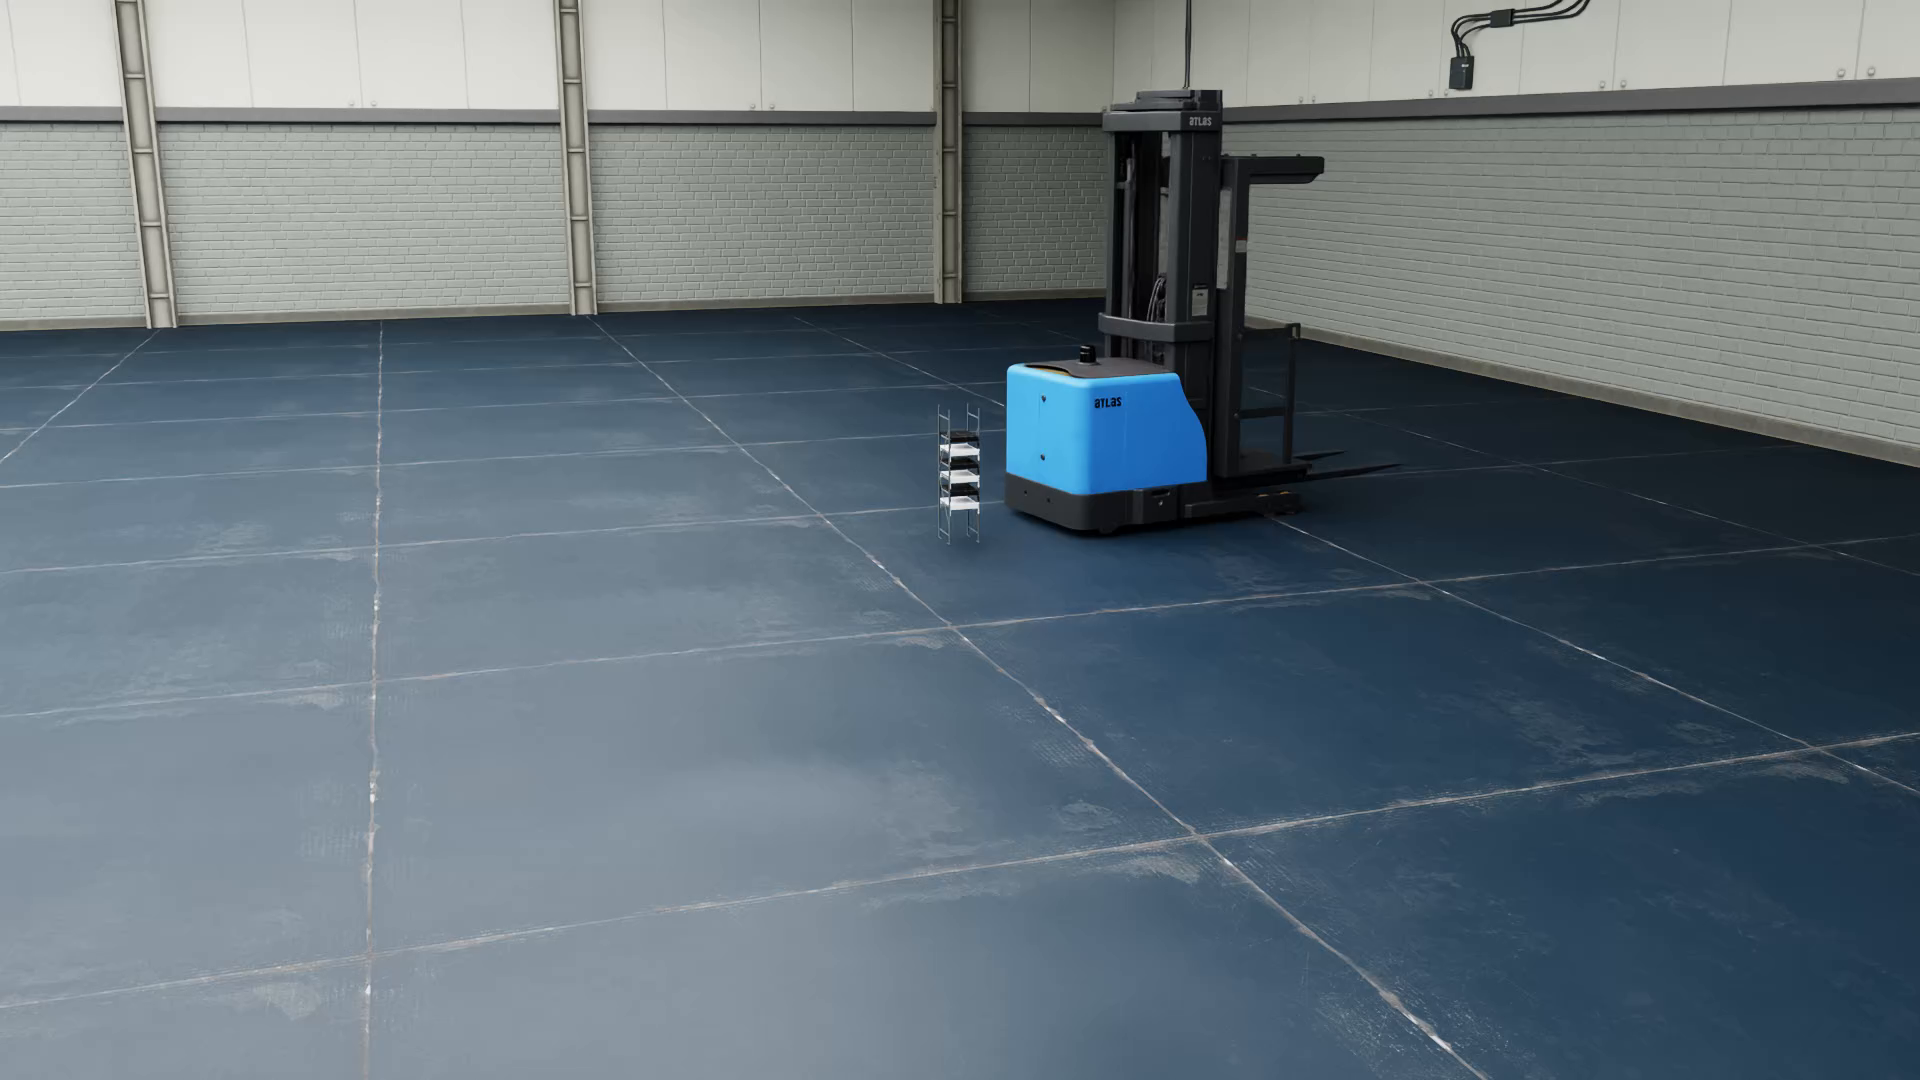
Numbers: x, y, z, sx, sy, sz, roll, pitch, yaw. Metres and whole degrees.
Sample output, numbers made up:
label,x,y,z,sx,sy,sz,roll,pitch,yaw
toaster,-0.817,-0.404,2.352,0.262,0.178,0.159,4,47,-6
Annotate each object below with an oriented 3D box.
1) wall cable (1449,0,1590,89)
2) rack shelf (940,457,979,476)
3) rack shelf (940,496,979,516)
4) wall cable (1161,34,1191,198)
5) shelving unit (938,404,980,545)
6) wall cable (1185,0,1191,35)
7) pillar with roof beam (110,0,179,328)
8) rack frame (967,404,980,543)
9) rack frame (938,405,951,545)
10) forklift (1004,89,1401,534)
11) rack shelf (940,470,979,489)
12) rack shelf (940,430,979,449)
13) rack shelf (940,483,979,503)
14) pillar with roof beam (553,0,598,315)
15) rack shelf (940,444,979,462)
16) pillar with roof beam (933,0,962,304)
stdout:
label,x,y,z,sx,sy,sz,roll,pitch,yaw
wall cable,6.024,-7.859,17.389,0.169,6.003,2.305,-4,14,-18
rack shelf,-0.008,-0.492,11.023,0.200,0.077,0.258,-4,14,-18
rack shelf,-0.008,-0.230,11.086,0.200,0.077,0.258,-4,14,-18
wall cable,3.011,-6.777,26.900,0.112,2.526,3.097,-4,14,-18
shelving unit,-0.008,-0.437,11.036,0.210,0.900,0.258,-4,14,-18
wall cable,3.874,-8.641,23.821,0.112,2.526,3.097,-4,14,-18
pillar with roof beam,-10.203,-6.531,19.153,0.400,9.000,9.100,-4,14,-18
rack frame,0.089,-0.445,11.068,0.006,0.900,0.240,-4,14,-18
rack frame,-0.104,-0.430,11.005,0.006,0.900,0.240,-4,14,-18
forklift,1.859,-1.686,11.898,3.031,2.935,1.130,-7,15,-28
rack shelf,-0.008,-0.405,11.044,0.200,0.077,0.258,-4,14,-18
rack shelf,-0.008,-0.667,10.981,0.200,0.077,0.258,-4,14,-18
rack shelf,-0.008,-0.317,11.065,0.200,0.077,0.258,-4,14,-18
pillar with roof beam,-4.517,-6.974,21.015,0.400,9.000,9.100,-4,14,-18
rack shelf,-0.008,-0.580,11.002,0.200,0.077,0.258,-4,14,-18
pillar with roof beam,1.170,-7.417,22.876,0.400,9.000,9.100,-4,14,-18
